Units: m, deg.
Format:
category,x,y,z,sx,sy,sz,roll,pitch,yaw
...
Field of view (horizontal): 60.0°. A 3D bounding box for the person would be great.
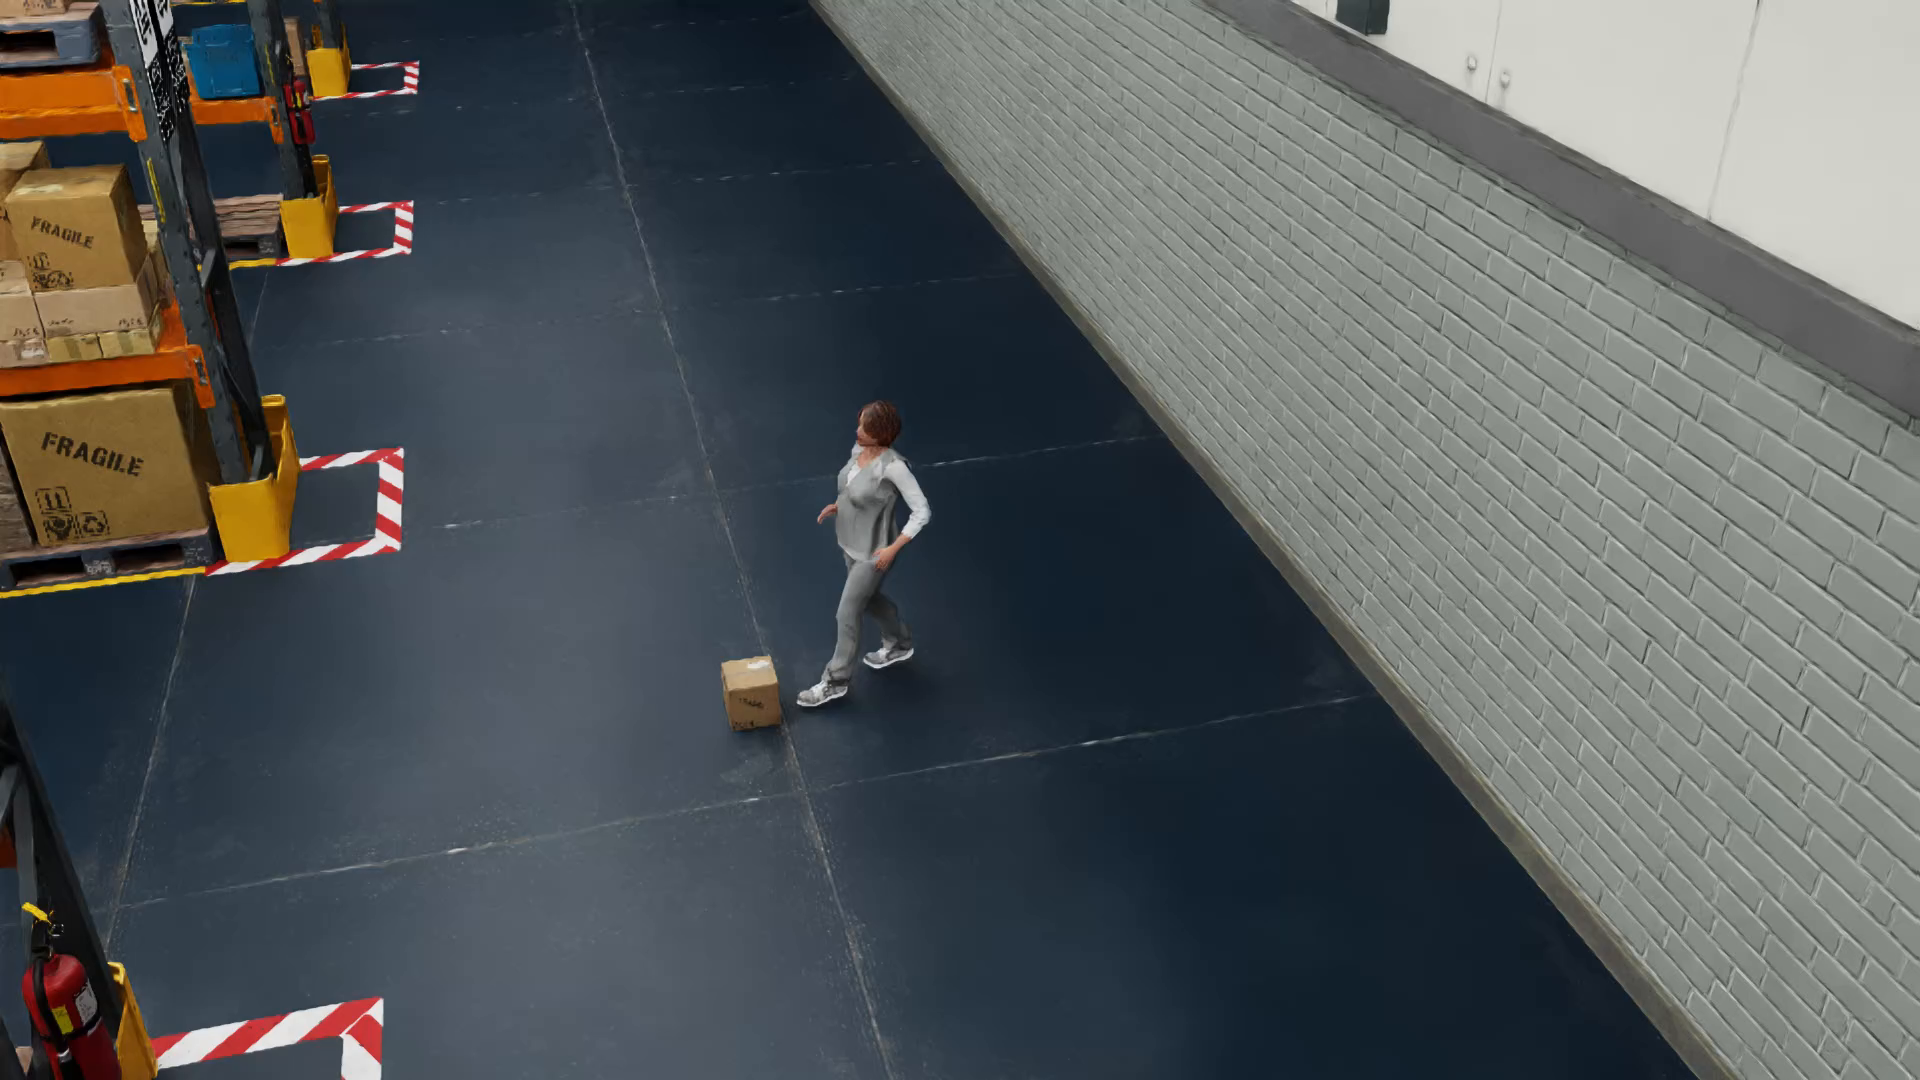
category,x,y,z,sx,sy,sz,roll,pitch,yaw
person,-0.520,0.062,8.112,0.701,1.585,0.586,-15,34,-24
